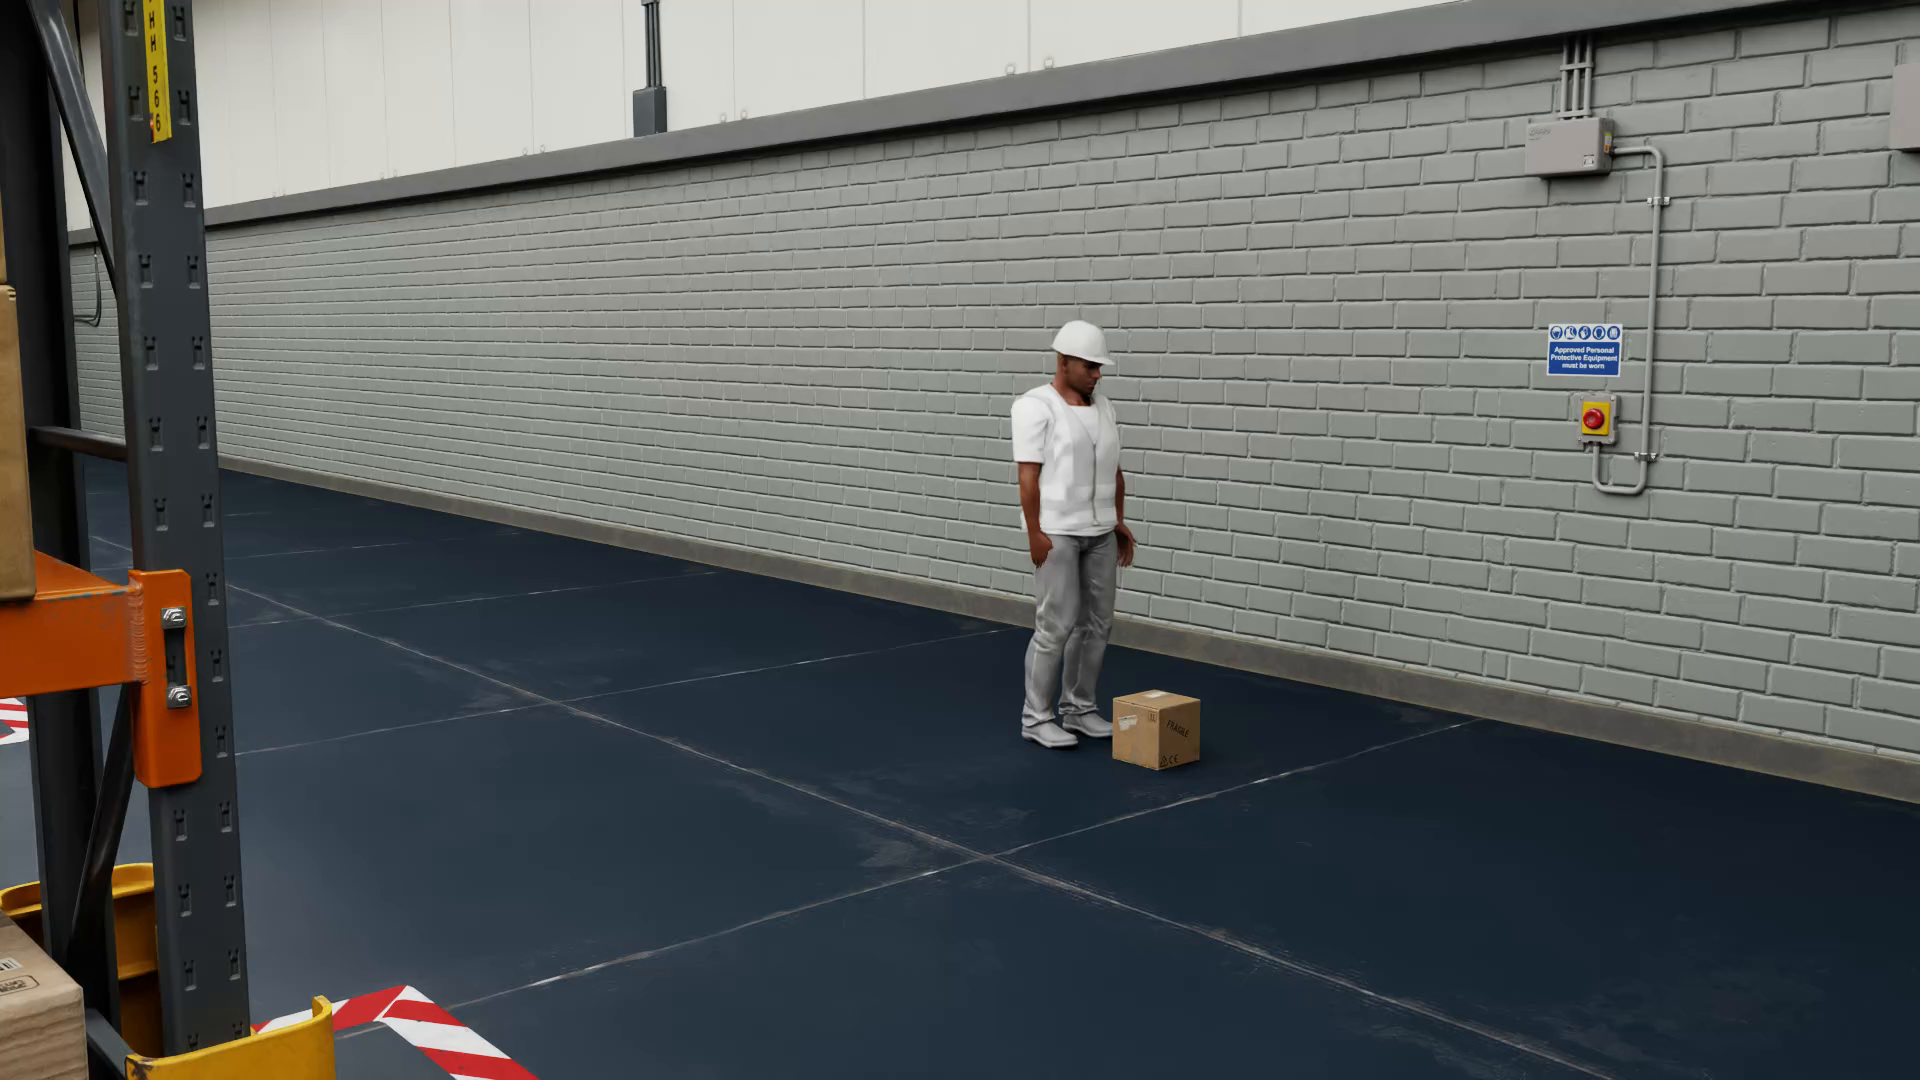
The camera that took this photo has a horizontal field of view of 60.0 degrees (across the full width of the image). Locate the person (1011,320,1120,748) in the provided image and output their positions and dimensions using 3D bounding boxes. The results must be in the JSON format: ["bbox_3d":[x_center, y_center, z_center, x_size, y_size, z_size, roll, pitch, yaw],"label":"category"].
[{"bbox_3d":[0.478,-0.034,6.978,0.567,1.758,0.368,-6,10,-40],"label":"person"}]
